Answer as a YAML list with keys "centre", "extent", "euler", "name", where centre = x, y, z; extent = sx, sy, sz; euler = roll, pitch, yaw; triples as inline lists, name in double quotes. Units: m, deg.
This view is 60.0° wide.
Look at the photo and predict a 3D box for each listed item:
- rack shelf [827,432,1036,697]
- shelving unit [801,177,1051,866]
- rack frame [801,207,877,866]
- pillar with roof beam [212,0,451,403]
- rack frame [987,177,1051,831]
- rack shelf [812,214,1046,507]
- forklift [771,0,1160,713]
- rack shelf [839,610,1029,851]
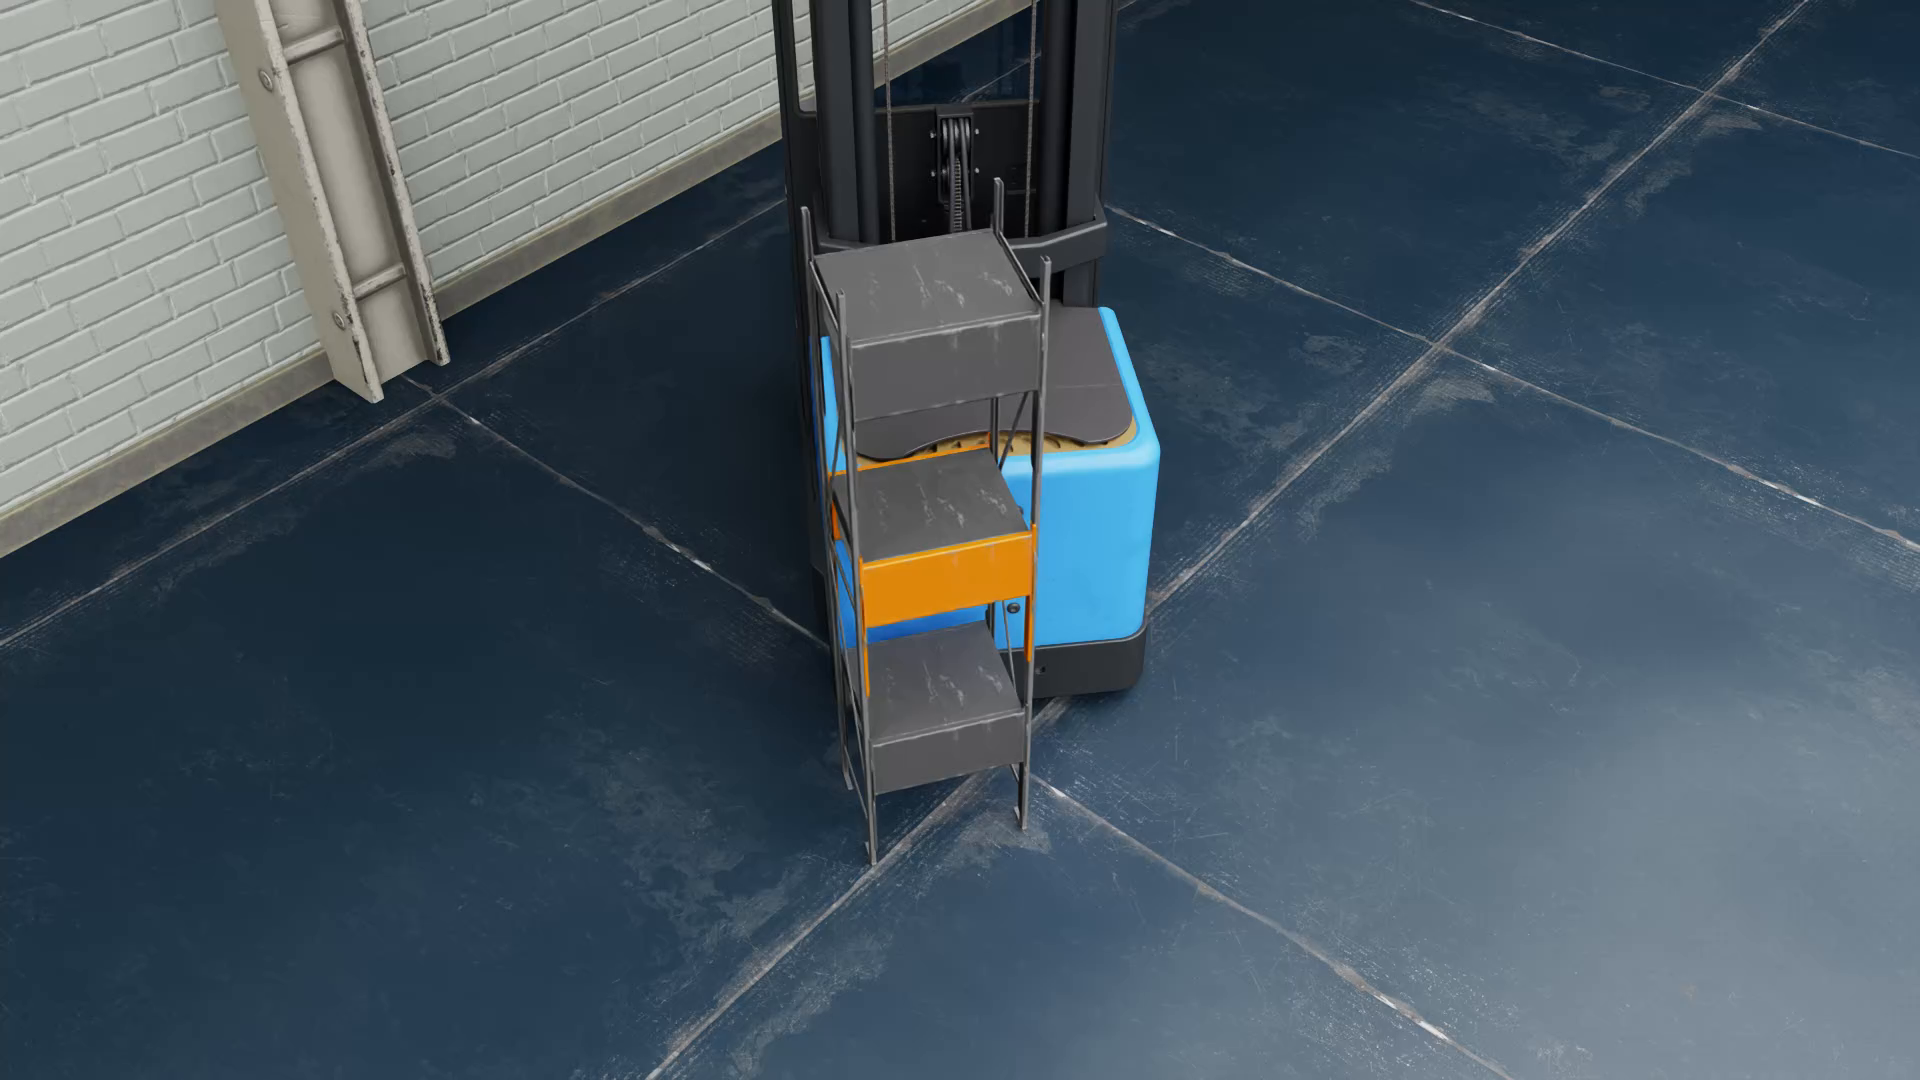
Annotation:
- centre: [-0.087, 0.066, 4.637]
  extent: [0.480, 0.518, 0.431]
  euler: [-11, 43, -12]
  name: "rack shelf"
- centre: [-0.087, 0.056, 4.628]
  extent: [0.503, 2.100, 0.431]
  euler: [-11, 43, -12]
  name: "shelving unit"
- centre: [-0.321, 0.102, 4.577]
  extent: [0.015, 2.100, 0.400]
  euler: [-11, 43, -12]
  name: "rack frame"
- centre: [0.882, -2.196, 1.976]
  extent: [9.100, 9.000, 0.400]
  euler: [29, 50, 28]
  name: "pillar with roof beam"
- centre: [0.147, 0.009, 4.679]
  extent: [0.015, 2.100, 0.400]
  euler: [-11, 43, -12]
  name: "rack frame"
- centre: [-0.087, -0.452, 4.166]
  extent: [0.480, 0.518, 0.431]
  euler: [-11, 43, -12]
  name: "rack shelf"
- centre: [-0.078, -1.500, 5.721]
  extent: [1.130, 2.935, 3.031]
  euler: [-5, 43, -5]
  name: "forklift"
- centre: [-0.087, 0.584, 5.108]
  extent: [0.480, 0.518, 0.431]
  euler: [-11, 43, -12]
  name: "rack shelf"
